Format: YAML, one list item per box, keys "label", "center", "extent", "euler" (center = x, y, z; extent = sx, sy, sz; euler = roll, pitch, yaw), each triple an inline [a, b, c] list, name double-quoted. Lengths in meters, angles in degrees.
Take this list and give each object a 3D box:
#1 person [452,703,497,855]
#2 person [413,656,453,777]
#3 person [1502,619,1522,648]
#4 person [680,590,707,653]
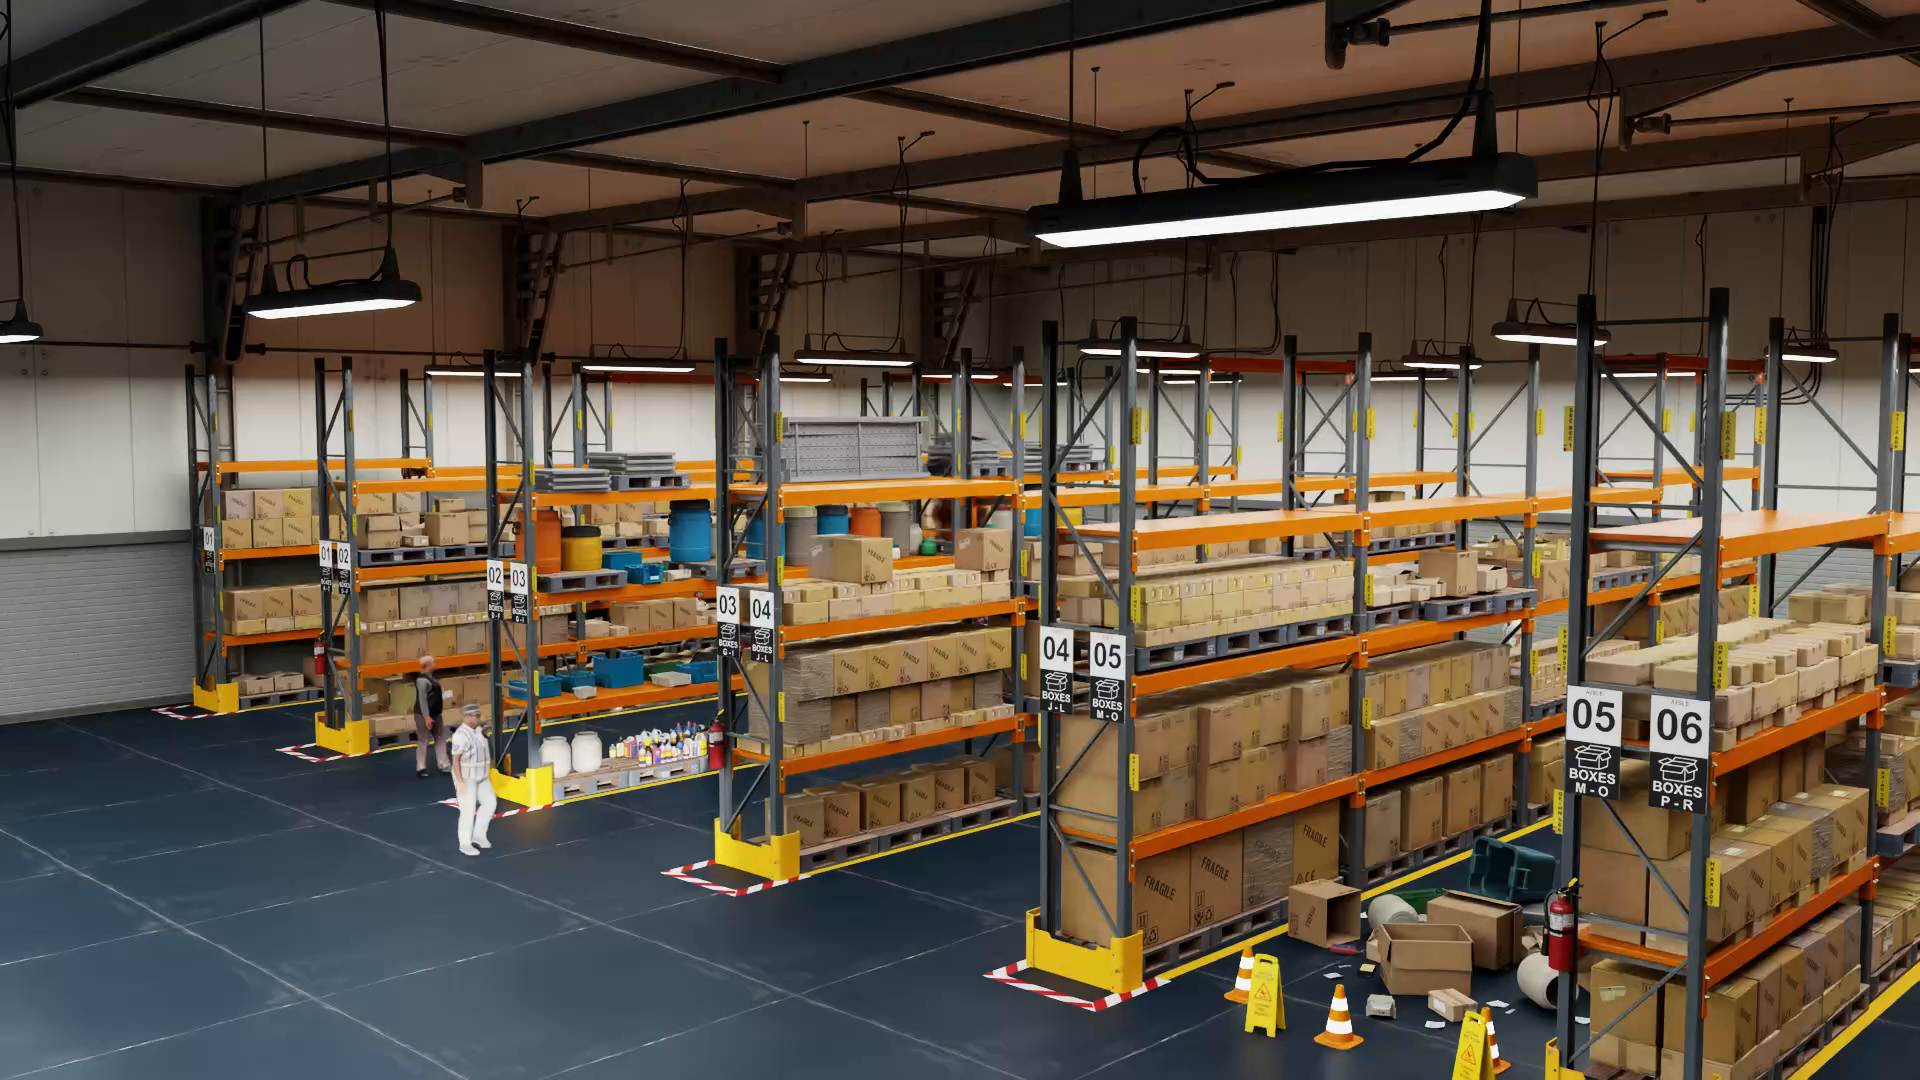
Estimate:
- label: "person"
  center: [-5.773, 2.826, 19.568]
  extent: [0.403, 1.829, 0.626]
  euler: [2, 5, 19]
- label: "person"
  center: [-7.487, 2.500, 23.666]
  extent: [0.565, 1.717, 0.579]
  euler: [1, 5, 14]
- label: "person"
  center: [10.170, 1.992, 30.507]
  extent: [0.595, 1.651, 0.479]
  euler: [2, 5, 20]
- label: "person"
  center: [-5.376, 1.766, 33.459]
  extent: [0.651, 1.696, 0.490]
  euler: [-1, 4, -13]
